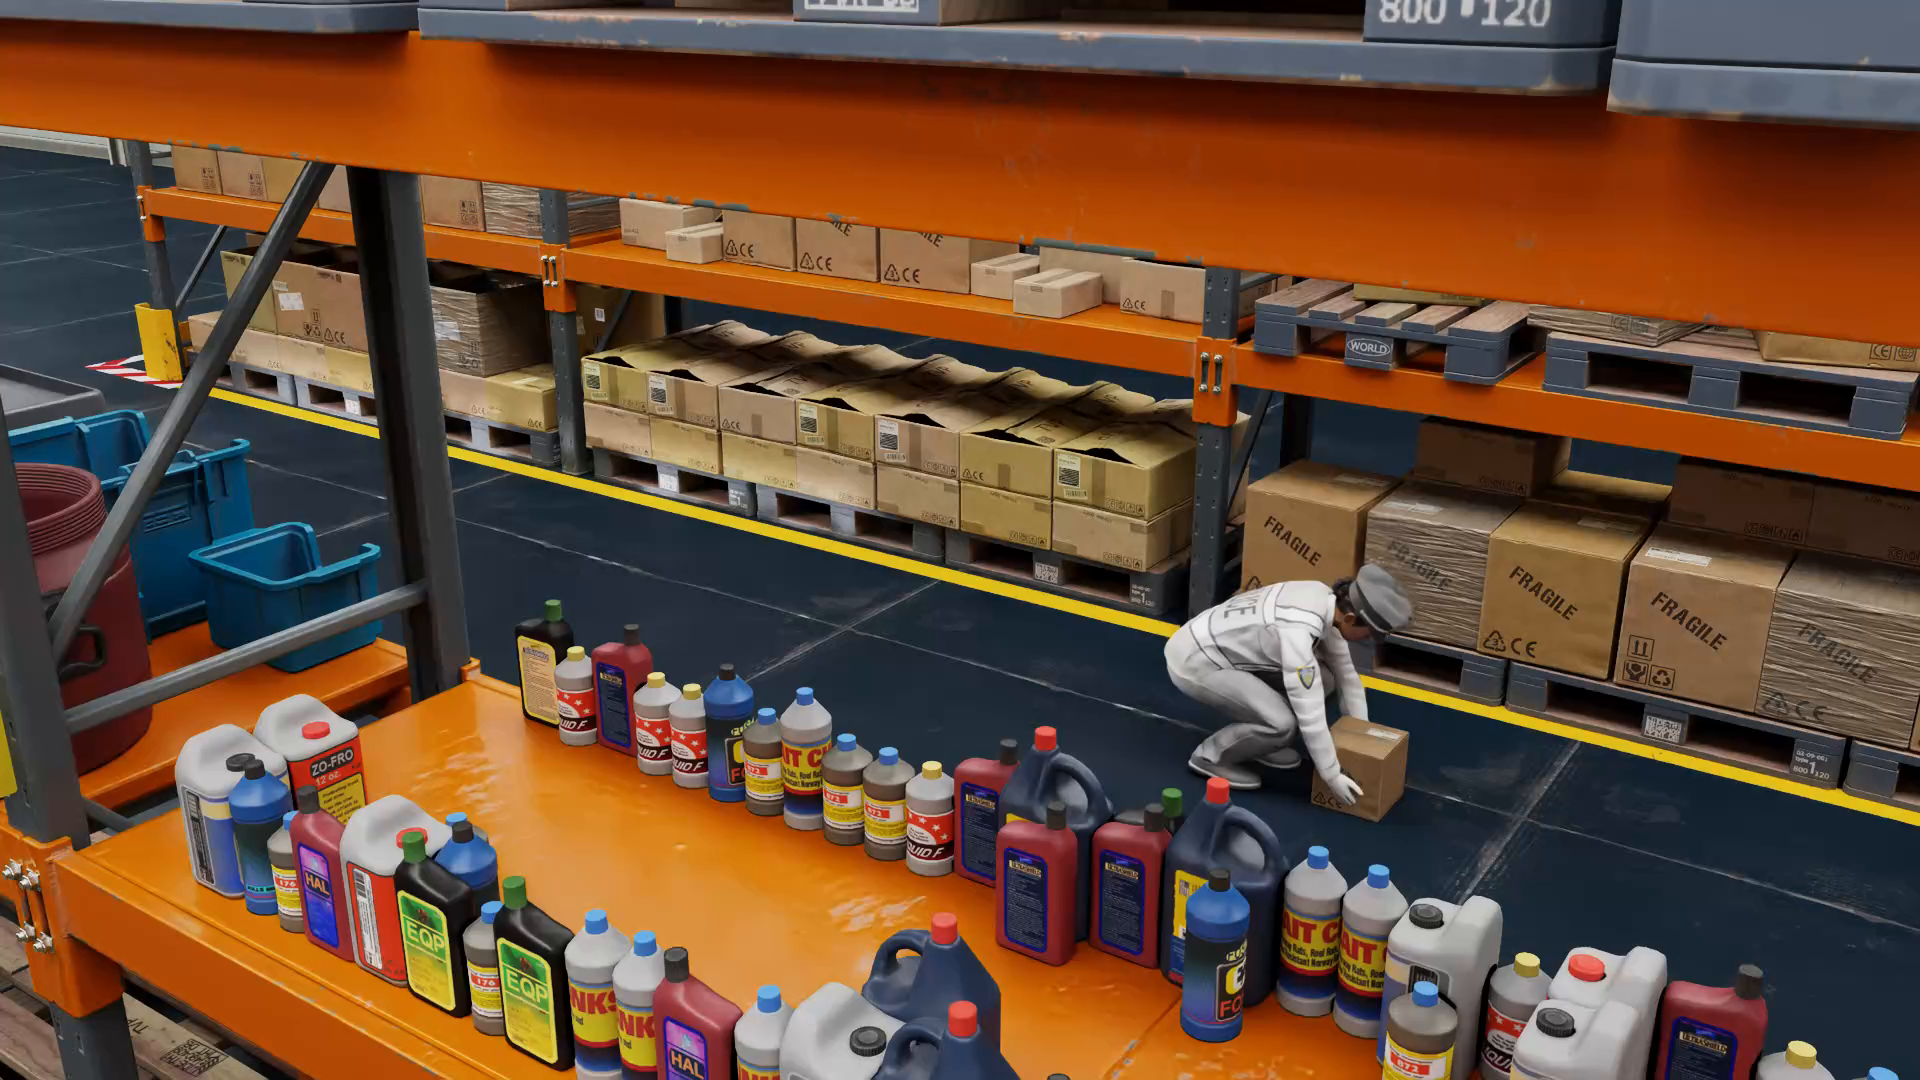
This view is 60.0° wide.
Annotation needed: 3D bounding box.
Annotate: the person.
[{"bbox_3d":[1.174,0.532,5.977,0.913,0.761,0.448,12,23,30],"label":"person"}]
